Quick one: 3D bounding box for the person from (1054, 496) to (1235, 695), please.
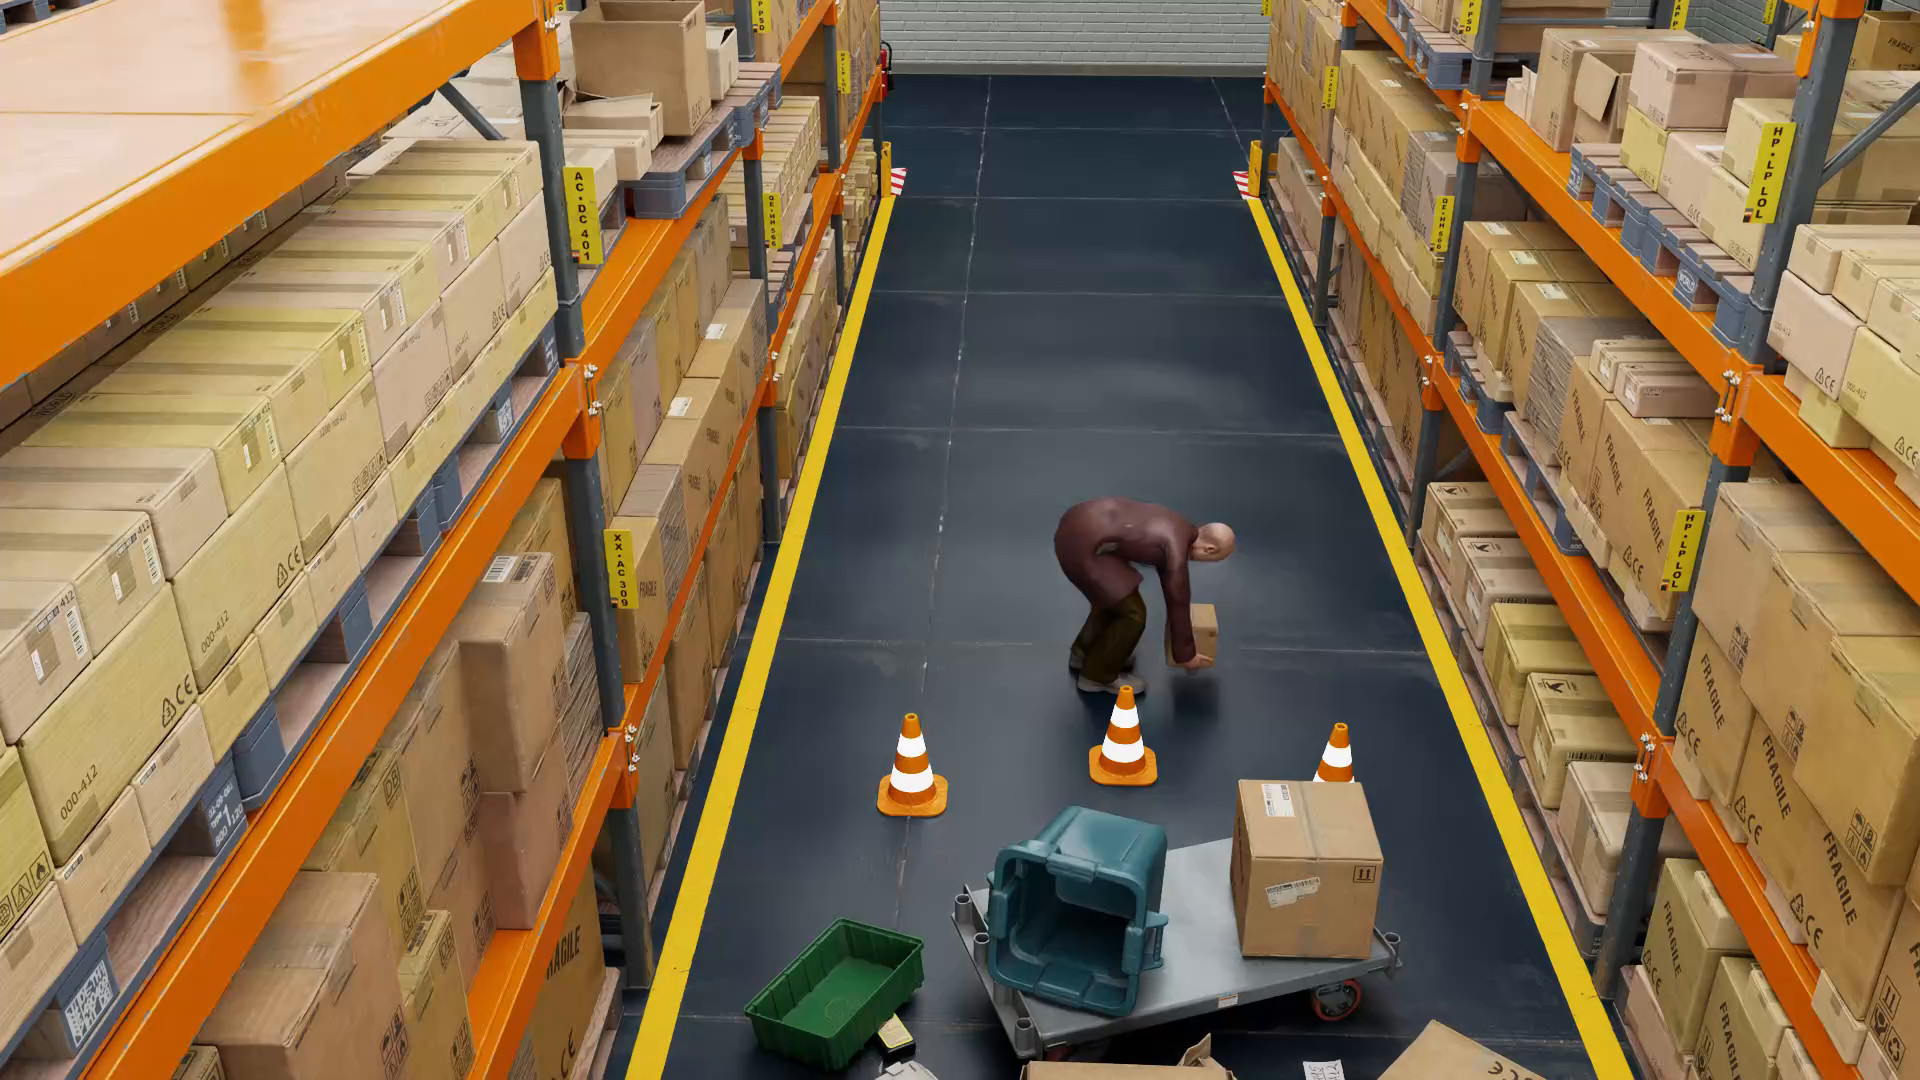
[{"bbox_3d":[0.967,0.278,8.857,0.949,1.078,0.577,0,28,0],"label":"person"}]
